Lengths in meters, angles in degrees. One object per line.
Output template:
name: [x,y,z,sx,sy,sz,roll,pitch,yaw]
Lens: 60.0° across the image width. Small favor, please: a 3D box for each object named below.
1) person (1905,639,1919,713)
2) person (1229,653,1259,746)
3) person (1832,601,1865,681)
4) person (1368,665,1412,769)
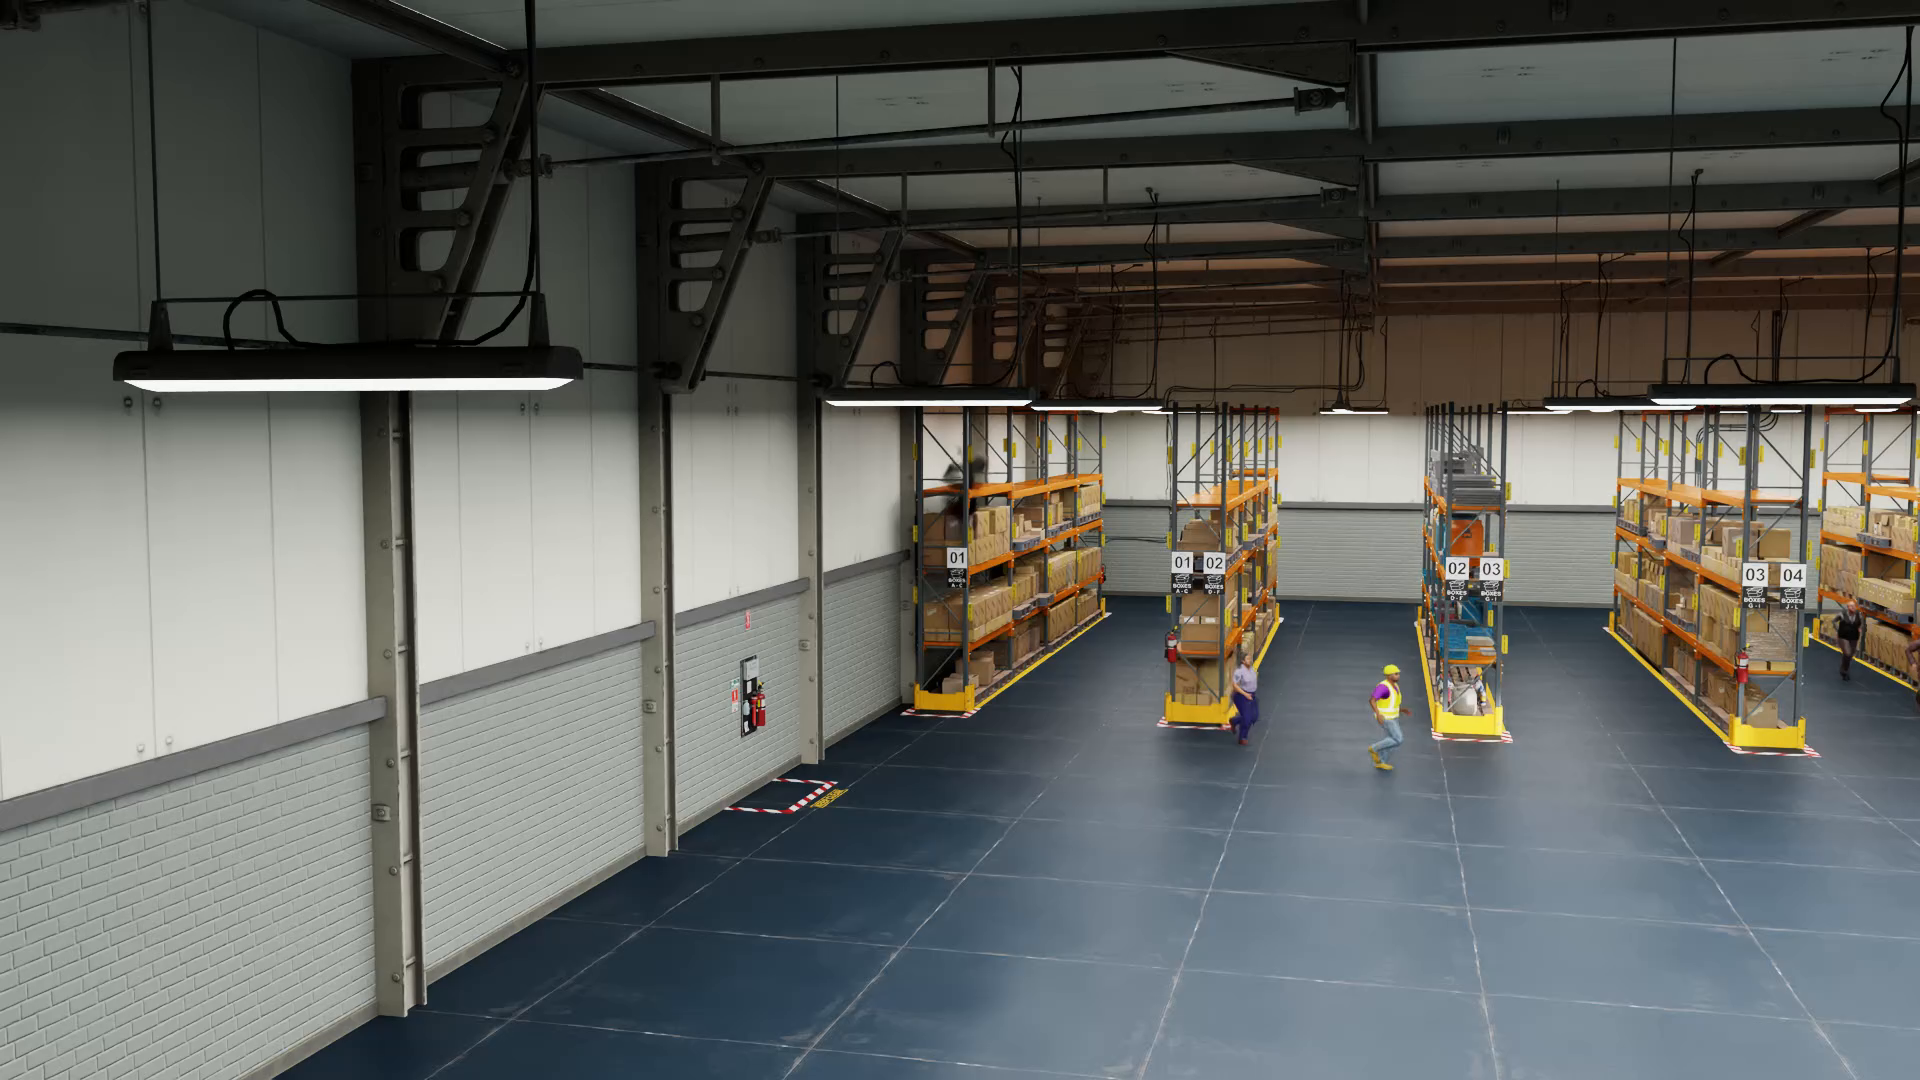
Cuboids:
person: [18.464,2.516,31.635,0.714,1.736,0.616,0,4,3]
person: [4.973,2.776,29.151,0.628,1.622,0.637,-4,6,-42]
person: [19.393,2.203,36.273,0.574,1.760,0.847,0,4,4]
person: [6.975,2.876,26.961,0.620,1.713,0.694,3,5,36]
